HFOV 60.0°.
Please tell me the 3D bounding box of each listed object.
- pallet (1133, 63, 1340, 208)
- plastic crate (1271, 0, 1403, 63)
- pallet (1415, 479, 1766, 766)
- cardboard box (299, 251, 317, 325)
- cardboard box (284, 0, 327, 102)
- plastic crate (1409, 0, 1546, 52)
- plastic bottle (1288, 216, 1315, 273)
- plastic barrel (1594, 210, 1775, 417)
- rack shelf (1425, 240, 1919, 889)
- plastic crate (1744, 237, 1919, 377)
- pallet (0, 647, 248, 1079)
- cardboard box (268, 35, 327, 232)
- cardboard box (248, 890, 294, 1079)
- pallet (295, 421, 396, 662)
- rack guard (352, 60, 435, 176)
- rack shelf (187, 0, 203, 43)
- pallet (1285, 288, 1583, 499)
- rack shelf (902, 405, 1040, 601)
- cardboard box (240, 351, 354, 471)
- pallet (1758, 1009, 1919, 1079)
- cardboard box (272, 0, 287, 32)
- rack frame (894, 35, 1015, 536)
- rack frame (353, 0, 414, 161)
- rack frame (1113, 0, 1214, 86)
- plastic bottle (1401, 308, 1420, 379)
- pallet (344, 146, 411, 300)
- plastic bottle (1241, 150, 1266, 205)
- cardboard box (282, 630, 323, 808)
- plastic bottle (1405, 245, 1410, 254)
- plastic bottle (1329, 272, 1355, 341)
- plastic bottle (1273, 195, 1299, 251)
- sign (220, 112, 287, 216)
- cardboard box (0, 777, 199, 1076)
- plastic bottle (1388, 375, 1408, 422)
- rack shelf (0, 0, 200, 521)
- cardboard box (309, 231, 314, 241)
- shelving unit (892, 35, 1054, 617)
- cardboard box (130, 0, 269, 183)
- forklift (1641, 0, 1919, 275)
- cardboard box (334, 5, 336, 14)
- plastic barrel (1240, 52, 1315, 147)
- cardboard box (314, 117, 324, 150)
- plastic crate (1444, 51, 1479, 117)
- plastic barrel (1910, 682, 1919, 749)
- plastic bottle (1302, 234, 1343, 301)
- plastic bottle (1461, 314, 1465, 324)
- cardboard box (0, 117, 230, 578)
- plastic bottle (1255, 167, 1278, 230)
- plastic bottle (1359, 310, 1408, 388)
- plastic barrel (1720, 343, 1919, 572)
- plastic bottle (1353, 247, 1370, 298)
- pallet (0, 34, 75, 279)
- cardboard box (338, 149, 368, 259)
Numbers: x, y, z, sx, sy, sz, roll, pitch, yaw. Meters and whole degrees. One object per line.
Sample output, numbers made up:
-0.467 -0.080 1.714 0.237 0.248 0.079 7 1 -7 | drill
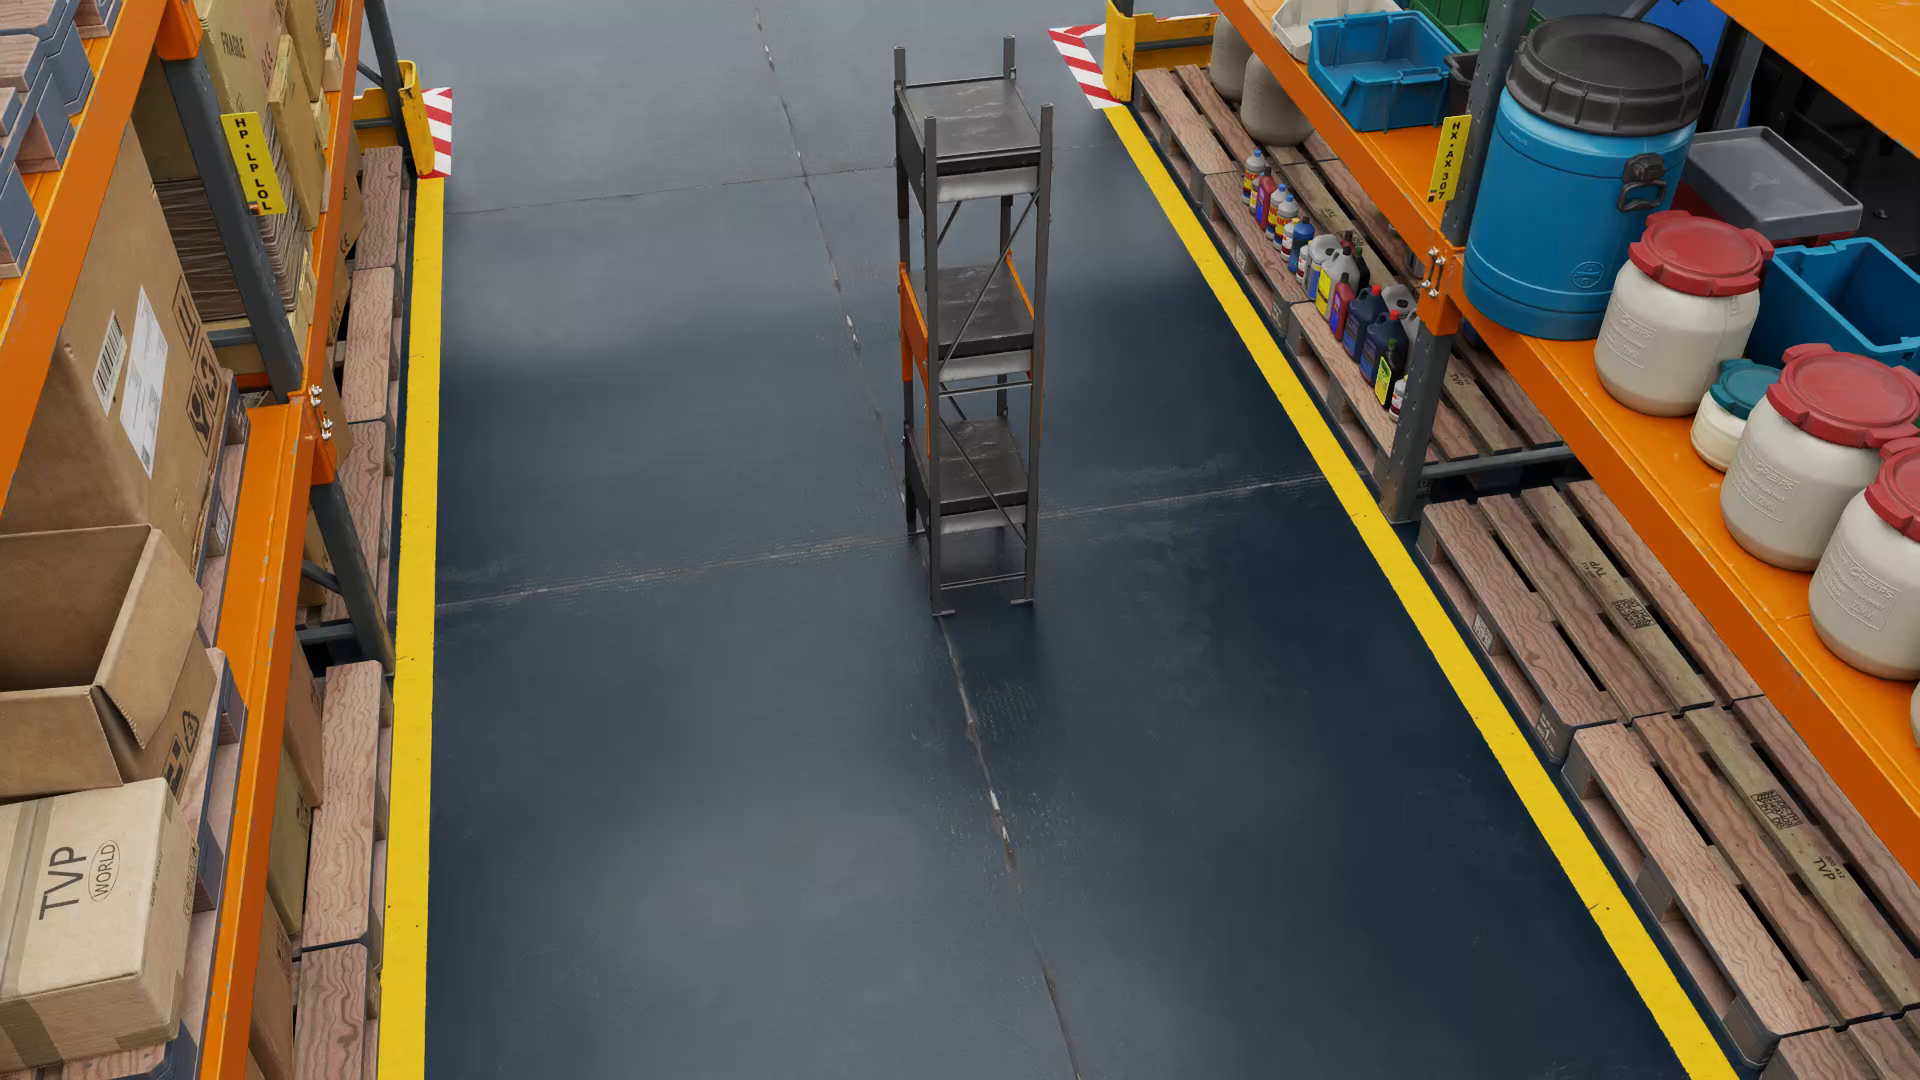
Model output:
1.606 -2.269 9.147 1.003 0.211 1.213 -8 42 -9 | pallet
1.639 -2.206 7.175 0.530 0.136 0.437 -8 42 -9 | plastic crate
2.444 0.258 6.301 1.003 0.211 1.213 -8 42 -9 | pallet
-2.393 -0.832 5.616 0.380 0.149 0.250 -8 42 -9 | cardboard box
-2.983 -1.997 6.441 0.875 0.500 0.500 -8 42 -9 | cardboard box
2.220 -2.130 7.050 0.450 0.188 0.662 -8 42 -9 | plastic crate
1.600 -1.388 7.777 0.097 0.271 0.097 0 42 0 | plastic bottle
2.229 -0.688 5.163 0.433 0.535 0.433 0 42 0 | plastic barrel
2.669 0.277 4.721 1.077 0.370 4.000 -8 42 -9 | rack shelf
2.779 -0.612 5.192 0.392 0.384 0.575 -8 42 -9 | plastic crate
-2.203 0.808 3.724 1.003 0.211 1.213 -8 42 -9 | pallet
-2.709 -1.357 5.720 0.875 0.500 0.500 -8 42 -9 | cardboard box
-2.282 1.267 4.615 0.700 0.500 0.500 -12 43 -13 | cardboard box
-2.779 0.033 6.553 1.003 0.211 1.213 -8 42 -9 | pallet
-3.446 -2.188 8.838 1.175 0.500 0.348 -8 42 -9 | rack guard
-3.031 -2.728 5.846 1.077 0.370 4.000 -8 42 -9 | rack shelf
2.133 -0.687 7.365 1.003 0.211 1.213 -8 42 -9 | pallet
0.036 -0.144 6.406 0.431 0.518 0.480 -8 42 -9 | rack shelf
-2.777 -0.436 6.549 0.500 0.500 0.500 4 42 4 | cardboard box
2.971 1.839 4.519 1.003 0.211 1.213 -8 42 -9 | pallet
-2.665 -2.078 5.779 0.500 0.500 0.500 -8 42 -9 | cardboard box
-0.017 -0.836 6.110 0.400 2.100 0.015 -8 42 -9 | rack frame
-3.463 -3.172 8.064 1.000 3.000 0.127 -8 42 -9 | rack frame
1.374 -3.882 8.863 1.000 3.000 0.127 -8 42 -9 | rack frame
1.957 -0.859 7.123 0.144 0.351 0.185 -8 42 -9 | plastic bottle
-3.305 -1.548 8.335 1.003 0.211 1.213 -8 42 -9 | pallet
1.461 -1.806 8.249 0.097 0.271 0.097 0 42 0 | plastic bottle
-2.488 0.592 5.375 0.700 0.500 0.500 -11 43 -13 | cardboard box
2.187 -1.462 7.914 0.097 0.201 0.097 0 42 0 | plastic bottle
1.699 -1.038 7.374 0.061 0.283 0.133 -6 42 -6 | plastic bottle
1.556 -1.519 7.925 0.097 0.271 0.097 0 42 0 | plastic bottle
-2.058 -1.094 4.851 0.100 0.325 0.005 -8 42 -9 | sign
-1.873 0.793 3.393 0.500 0.250 0.500 -9 42 -10 | cardboard box
1.854 -0.597 6.940 0.097 0.201 0.097 0 42 0 | plastic bottle
-2.167 -0.135 2.925 1.077 0.370 4.000 -8 42 -9 | rack shelf
-2.537 -1.150 5.976 0.380 0.149 0.250 -8 42 -9 | cardboard box
0.036 -0.678 5.932 0.431 2.100 0.503 -8 42 -9 | shelving unit
-2.448 -1.430 5.049 0.500 0.500 0.500 -8 42 -9 | cardboard box
4.473 -2.487 7.344 1.130 2.935 3.031 -10 43 -11 | forklift
-3.003 -2.442 7.430 0.380 0.149 0.250 -8 42 -9 | cardboard box
1.699 -2.368 8.715 0.421 0.512 0.421 0 42 0 | plastic barrel
-2.646 -1.474 6.341 0.380 0.149 0.250 -8 42 -9 | cardboard box
2.248 -1.623 6.366 0.767 0.338 0.504 -8 42 -9 | plastic crate
2.579 0.353 4.009 0.421 0.512 0.421 0 42 0 | plastic barrel
1.674 -1.251 7.620 0.152 0.276 0.135 -8 42 -8 | plastic bottle
2.319 -1.092 7.445 0.097 0.271 0.097 0 42 0 | plastic bottle
-2.564 -0.425 4.201 1.000 1.000 1.000 -8 42 -9 | cardboard box
1.492 -1.661 8.076 0.061 0.283 0.133 -8 42 -9 | plastic bottle
1.817 -0.839 7.099 0.144 0.351 0.185 -9 42 -10 | plastic bottle
2.388 -0.212 4.627 0.433 0.535 0.433 0 42 0 | plastic barrel
1.800 -1.179 7.533 0.061 0.283 0.133 -8 42 -9 | plastic bottle
-2.343 -0.543 2.985 1.213 0.211 1.003 -8 42 -9 | pallet
-3.182 -1.604 7.864 0.500 0.500 0.500 2 42 2 | cardboard box
